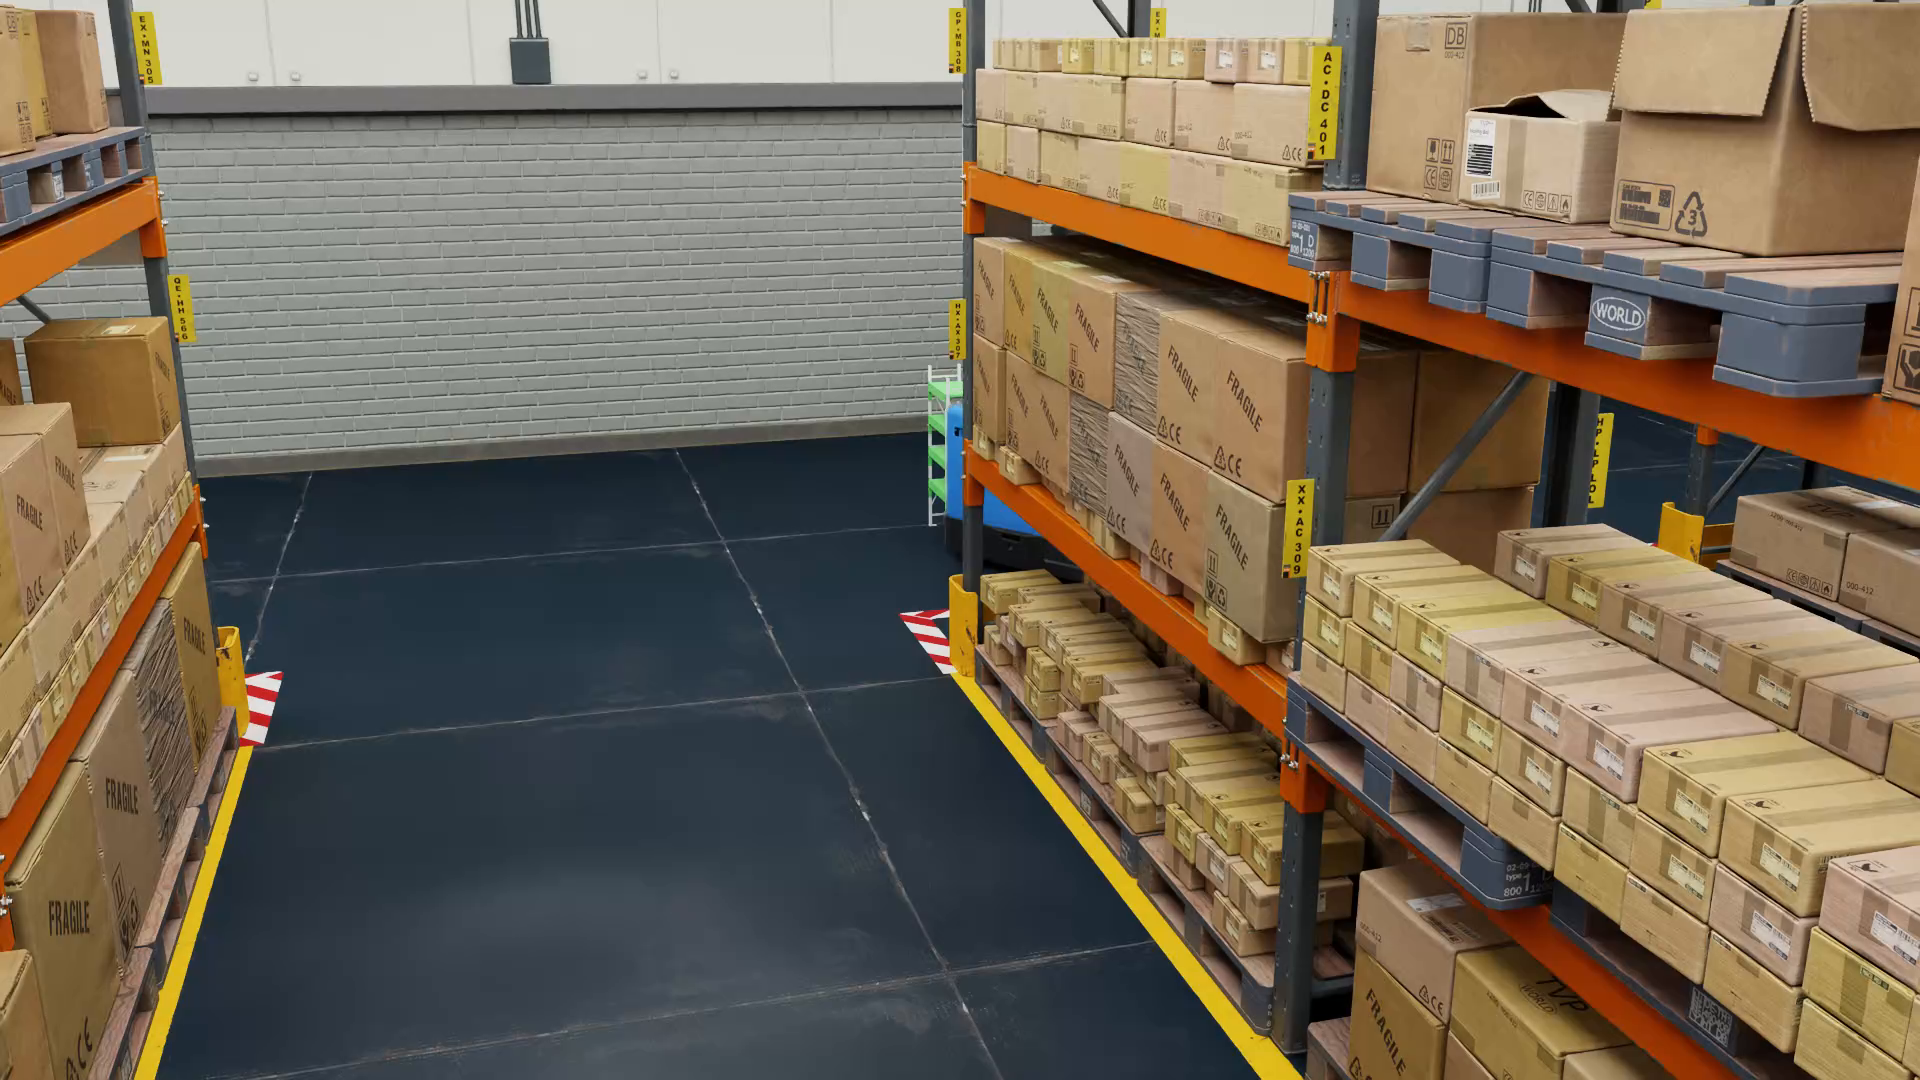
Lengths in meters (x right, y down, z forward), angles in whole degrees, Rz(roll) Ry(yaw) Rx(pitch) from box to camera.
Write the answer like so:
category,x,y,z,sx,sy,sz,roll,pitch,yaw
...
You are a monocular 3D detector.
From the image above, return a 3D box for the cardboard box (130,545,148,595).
category,x,y,z,sx,sy,sz,roll,pitch,yaw
cardboard box,-3.516,0.138,6.714,0.380,0.149,0.250,-5,17,-15

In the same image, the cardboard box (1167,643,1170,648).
category,x,y,z,sx,sy,sz,roll,pitch,yaw
cardboard box,1.246,0.515,8.214,0.380,0.149,0.250,-4,17,-13

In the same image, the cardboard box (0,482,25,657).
category,x,y,z,sx,sy,sz,roll,pitch,yaw
cardboard box,-3.071,0.116,4.794,0.500,0.500,0.500,-5,17,-15

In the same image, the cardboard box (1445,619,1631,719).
category,x,y,z,sx,sy,sz,roll,pitch,yaw
cardboard box,1.494,0.330,4.311,0.380,0.149,0.250,-5,17,-16

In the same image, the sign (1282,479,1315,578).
category,x,y,z,sx,sy,sz,roll,pitch,yaw
sign,1.092,-0.036,5.352,0.100,0.325,0.005,-5,17,-15

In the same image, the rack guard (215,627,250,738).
category,x,y,z,sx,sy,sz,roll,pitch,yaw
rack guard,-4.291,0.782,8.479,1.175,0.500,0.348,-5,17,-15

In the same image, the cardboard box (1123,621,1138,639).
category,x,y,z,sx,sy,sz,roll,pitch,yaw
cardboard box,1.076,0.516,8.728,0.380,0.149,0.250,-5,18,-18

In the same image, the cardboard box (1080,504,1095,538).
category,x,y,z,sx,sy,sz,roll,pitch,yaw
cardboard box,0.764,-0.109,7.539,0.380,0.149,0.250,-4,17,-13

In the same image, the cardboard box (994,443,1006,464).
category,x,y,z,sx,sy,sz,roll,pitch,yaw
cardboard box,0.396,-0.470,8.738,0.380,0.149,0.250,-4,17,-13

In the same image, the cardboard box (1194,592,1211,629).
category,x,y,z,sx,sy,sz,roll,pitch,yaw
cardboard box,1.116,0.252,6.335,0.380,0.149,0.250,-4,17,-13

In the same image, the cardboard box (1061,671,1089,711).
category,x,y,z,sx,sy,sz,roll,pitch,yaw
cardboard box,0.713,0.701,8.114,0.380,0.149,0.250,-6,18,-18

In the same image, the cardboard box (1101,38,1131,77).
category,x,y,z,sx,sy,sz,roll,pitch,yaw
cardboard box,0.793,-1.950,6.716,0.380,0.149,0.250,-5,17,-16

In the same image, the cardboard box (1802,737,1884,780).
category,x,y,z,sx,sy,sz,roll,pitch,yaw
cardboard box,2.276,0.569,4.032,0.380,0.149,0.250,-5,17,-15

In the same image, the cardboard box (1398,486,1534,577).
category,x,y,z,sx,sy,sz,roll,pitch,yaw
cardboard box,1.717,-0.013,6.092,0.500,0.500,0.500,-5,17,-16

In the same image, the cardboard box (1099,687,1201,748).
category,x,y,z,sx,sy,sz,roll,pitch,yaw
cardboard box,0.834,0.780,7.332,0.380,0.149,0.250,-5,18,-17

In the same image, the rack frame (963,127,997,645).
category,x,y,z,sx,sy,sz,roll,pitch,yaw
rack frame,0.512,-0.773,9.310,1.000,3.000,0.127,-5,17,-15

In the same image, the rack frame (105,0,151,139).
category,x,y,z,sx,sy,sz,roll,pitch,yaw
rack frame,-4.285,-3.282,7.235,1.000,3.000,0.127,-5,17,-15

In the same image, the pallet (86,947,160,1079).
category,x,y,z,sx,sy,sz,roll,pitch,yaw
pallet,-3.319,1.817,5.536,1.003,0.211,1.213,-5,17,-15

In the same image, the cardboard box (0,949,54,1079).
category,x,y,z,sx,sy,sz,roll,pitch,yaw
cardboard box,-2.990,1.690,4.075,1.225,0.875,0.875,-5,17,-15

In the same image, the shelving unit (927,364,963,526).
category,x,y,z,sx,sy,sz,roll,pitch,yaw
shelving unit,-0.046,-0.620,11.932,0.258,1.200,0.503,-5,17,-15

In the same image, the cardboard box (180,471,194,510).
category,x,y,z,sx,sy,sz,roll,pitch,yaw
cardboard box,-3.870,-0.216,7.893,0.380,0.149,0.250,-4,17,-14

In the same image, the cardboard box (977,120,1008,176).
category,x,y,z,sx,sy,sz,roll,pitch,yaw
cardboard box,0.390,-1.993,8.419,0.500,0.250,0.500,-4,17,-13

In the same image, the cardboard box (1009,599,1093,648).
category,x,y,z,sx,sy,sz,roll,pitch,yaw
cardboard box,0.467,0.425,8.514,0.380,0.149,0.250,-5,17,-15

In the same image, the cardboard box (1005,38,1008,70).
category,x,y,z,sx,sy,sz,roll,pitch,yaw
cardboard box,0.435,-2.388,8.173,0.380,0.149,0.250,-4,17,-13

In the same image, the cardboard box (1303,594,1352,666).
category,x,y,z,sx,sy,sz,roll,pitch,yaw
cardboard box,1.277,0.256,5.076,0.380,0.149,0.250,-4,17,-14

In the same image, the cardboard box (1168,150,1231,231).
category,x,y,z,sx,sy,sz,roll,pitch,yaw
cardboard box,1.091,-1.284,6.060,0.500,0.250,0.500,-5,17,-15

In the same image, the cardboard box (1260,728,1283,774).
category,x,y,z,sx,sy,sz,roll,pitch,yaw
cardboard box,1.487,0.884,6.986,0.380,0.149,0.250,-5,17,-17

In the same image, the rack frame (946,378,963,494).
category,x,y,z,sx,sy,sz,roll,pitch,yaw
rack frame,0.022,-0.553,11.707,0.240,1.200,0.015,-5,17,-15

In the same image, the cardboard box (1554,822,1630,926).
category,x,y,z,sx,sy,sz,roll,pitch,yaw
cardboard box,1.641,0.759,3.918,0.380,0.149,0.250,-5,17,-16

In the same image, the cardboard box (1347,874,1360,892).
category,x,y,z,sx,sy,sz,roll,pitch,yaw
cardboard box,1.747,1.298,6.641,0.380,0.149,0.250,-4,17,-14

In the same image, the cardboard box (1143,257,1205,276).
category,x,y,z,sx,sy,sz,roll,pitch,yaw
cardboard box,1.168,-1.052,7.810,0.500,0.500,0.500,-4,17,-12

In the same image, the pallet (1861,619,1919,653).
category,x,y,z,sx,sy,sz,roll,pitch,yaw
pallet,5.870,0.695,9.270,1.003,0.211,1.213,-5,17,-15

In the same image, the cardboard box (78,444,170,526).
category,x,y,z,sx,sy,sz,roll,pitch,yaw
cardboard box,-3.758,-0.226,7.233,0.500,0.250,0.500,-5,17,-16

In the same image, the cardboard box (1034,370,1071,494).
category,x,y,z,sx,sy,sz,roll,pitch,yaw
cardboard box,0.664,-0.534,7.826,0.500,0.500,0.500,-4,17,-15

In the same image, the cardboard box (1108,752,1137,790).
category,x,y,z,sx,sy,sz,roll,pitch,yaw
cardboard box,0.884,1.053,7.459,0.380,0.149,0.250,-4,17,-14

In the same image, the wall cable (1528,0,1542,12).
category,x,y,z,sx,sy,sz,roll,pitch,yaw
wall cable,6.822,-5.903,15.895,2.988,3.039,0.133,-5,17,-15

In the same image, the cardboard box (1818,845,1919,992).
category,x,y,z,sx,sy,sz,roll,pitch,yaw
cardboard box,1.859,0.692,3.106,0.380,0.149,0.250,-5,17,-15

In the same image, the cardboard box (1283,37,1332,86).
category,x,y,z,sx,sy,sz,roll,pitch,yaw
cardboard box,1.262,-1.526,5.303,0.380,0.149,0.250,-6,18,-18

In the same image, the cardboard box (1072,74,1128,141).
category,x,y,z,sx,sy,sz,roll,pitch,yaw
cardboard box,0.795,-1.810,6.941,0.500,0.250,0.500,-5,18,-17

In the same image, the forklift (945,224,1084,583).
category,x,y,z,sx,sy,sz,roll,pitch,yaw
forklift,1.377,-1.130,10.620,3.031,2.935,1.130,12,21,36

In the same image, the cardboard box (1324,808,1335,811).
category,x,y,z,sx,sy,sz,roll,pitch,yaw
cardboard box,1.562,1.103,6.776,0.380,0.149,0.250,-5,17,-16

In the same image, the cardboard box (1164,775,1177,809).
category,x,y,z,sx,sy,sz,roll,pitch,yaw
cardboard box,1.067,1.070,6.885,0.380,0.149,0.250,-5,17,-15

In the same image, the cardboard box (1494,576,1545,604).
category,x,y,z,sx,sy,sz,roll,pitch,yaw
cardboard box,1.910,0.205,5.245,0.380,0.149,0.250,-4,17,-14

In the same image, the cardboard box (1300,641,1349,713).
category,x,y,z,sx,sy,sz,roll,pitch,yaw
cardboard box,1.277,0.398,5.119,0.380,0.149,0.250,-6,18,-18

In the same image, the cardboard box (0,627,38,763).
category,x,y,z,sx,sy,sz,roll,pitch,yaw
cardboard box,-3.063,0.477,4.895,0.500,0.250,0.500,-5,17,-16

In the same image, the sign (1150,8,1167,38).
category,x,y,z,sx,sy,sz,roll,pitch,yaw
sign,1.051,-2.672,8.879,0.100,0.325,0.005,-5,17,-15

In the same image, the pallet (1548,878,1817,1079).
category,x,y,z,sx,sy,sz,roll,pitch,yaw
pallet,2.127,0.988,3.783,1.003,0.211,1.213,-5,17,-15

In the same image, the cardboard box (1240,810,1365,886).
category,x,y,z,sx,sy,sz,roll,pitch,yaw
cardboard box,1.263,1.135,6.150,0.380,0.149,0.250,-4,17,-14

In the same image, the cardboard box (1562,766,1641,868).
category,x,y,z,sx,sy,sz,roll,pitch,yaw
cardboard box,1.643,0.618,3.869,0.380,0.149,0.250,-5,17,-16

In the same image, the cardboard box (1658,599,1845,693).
category,x,y,z,sx,sy,sz,roll,pitch,yaw
cardboard box,2.125,0.282,4.471,0.380,0.149,0.250,-5,17,-15

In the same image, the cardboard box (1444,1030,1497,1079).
category,x,y,z,sx,sy,sz,roll,pitch,yaw
cardboard box,1.706,1.701,4.689,0.500,0.500,0.500,-4,17,-13

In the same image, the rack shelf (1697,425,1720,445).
category,x,y,z,sx,sy,sz,roll,pitch,yaw
rack shelf,5.793,-0.294,8.968,1.077,0.370,4.000,-5,17,-15

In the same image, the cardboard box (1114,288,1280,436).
category,x,y,z,sx,sy,sz,roll,pitch,yaw
cardboard box,0.948,-0.729,6.737,0.500,0.500,0.500,-4,17,-14

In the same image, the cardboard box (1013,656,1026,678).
category,x,y,z,sx,sy,sz,roll,pitch,yaw
cardboard box,0.499,0.628,8.874,0.380,0.149,0.250,-5,17,-15

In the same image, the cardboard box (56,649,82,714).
category,x,y,z,sx,sy,sz,roll,pitch,yaw
cardboard box,-3.166,0.492,5.536,0.380,0.149,0.250,-5,17,-17
